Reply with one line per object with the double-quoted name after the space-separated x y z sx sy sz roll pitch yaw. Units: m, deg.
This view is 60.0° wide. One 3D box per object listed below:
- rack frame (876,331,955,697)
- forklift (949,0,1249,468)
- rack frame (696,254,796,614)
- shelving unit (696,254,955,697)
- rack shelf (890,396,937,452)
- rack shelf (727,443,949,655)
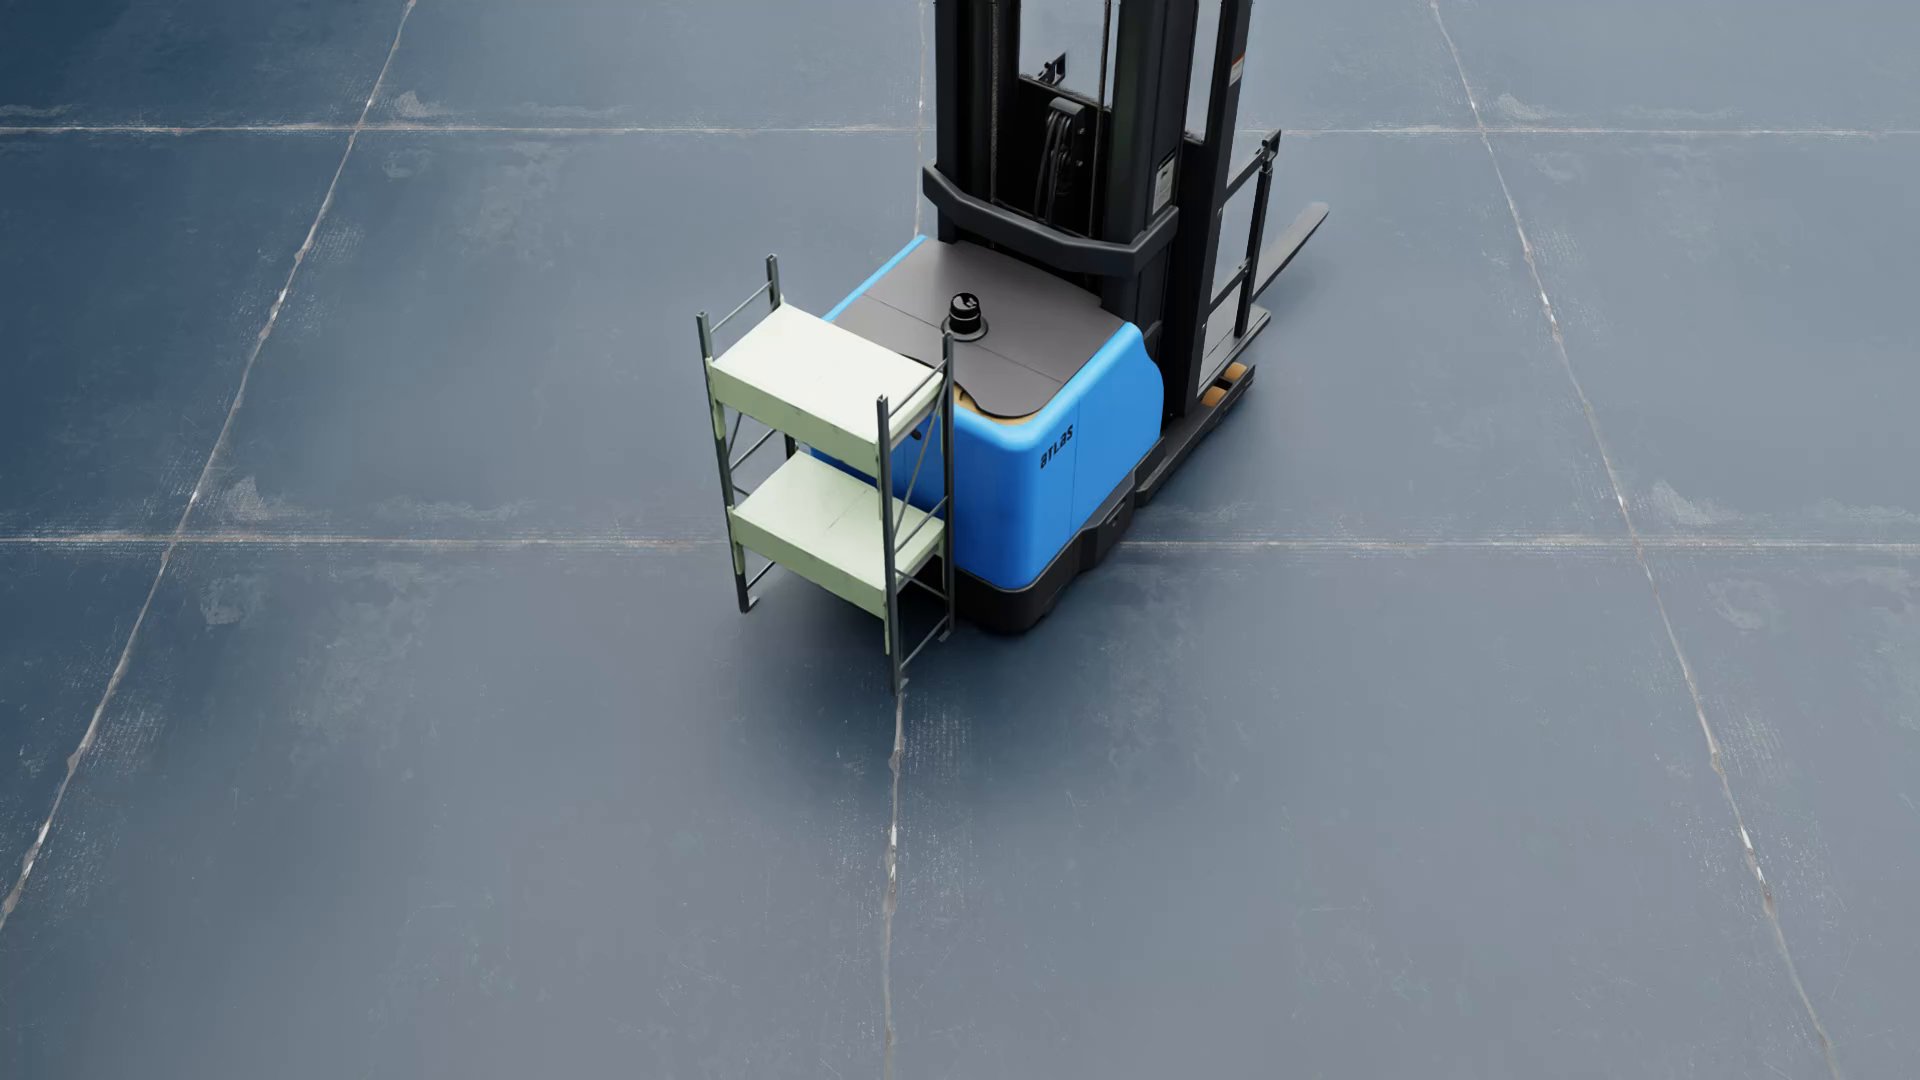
-0.141 -0.046 5.849 0.023 1.500 0.400 26 52 22 "rack frame"
19.743 -3.898 4.304 32.329 9.011 24.833 27 53 23 "forklift"
-0.748 -0.345 6.128 0.023 1.500 0.400 26 52 22 "rack frame"
15.838 -0.734 6.489 26.919 1.500 19.873 26 52 22 "shelving unit"
-0.444 -0.510 5.650 0.664 0.071 0.332 26 52 22 "rack shelf"
15.845 -0.426 6.812 26.902 0.609 19.873 26 52 22 "rack shelf"
